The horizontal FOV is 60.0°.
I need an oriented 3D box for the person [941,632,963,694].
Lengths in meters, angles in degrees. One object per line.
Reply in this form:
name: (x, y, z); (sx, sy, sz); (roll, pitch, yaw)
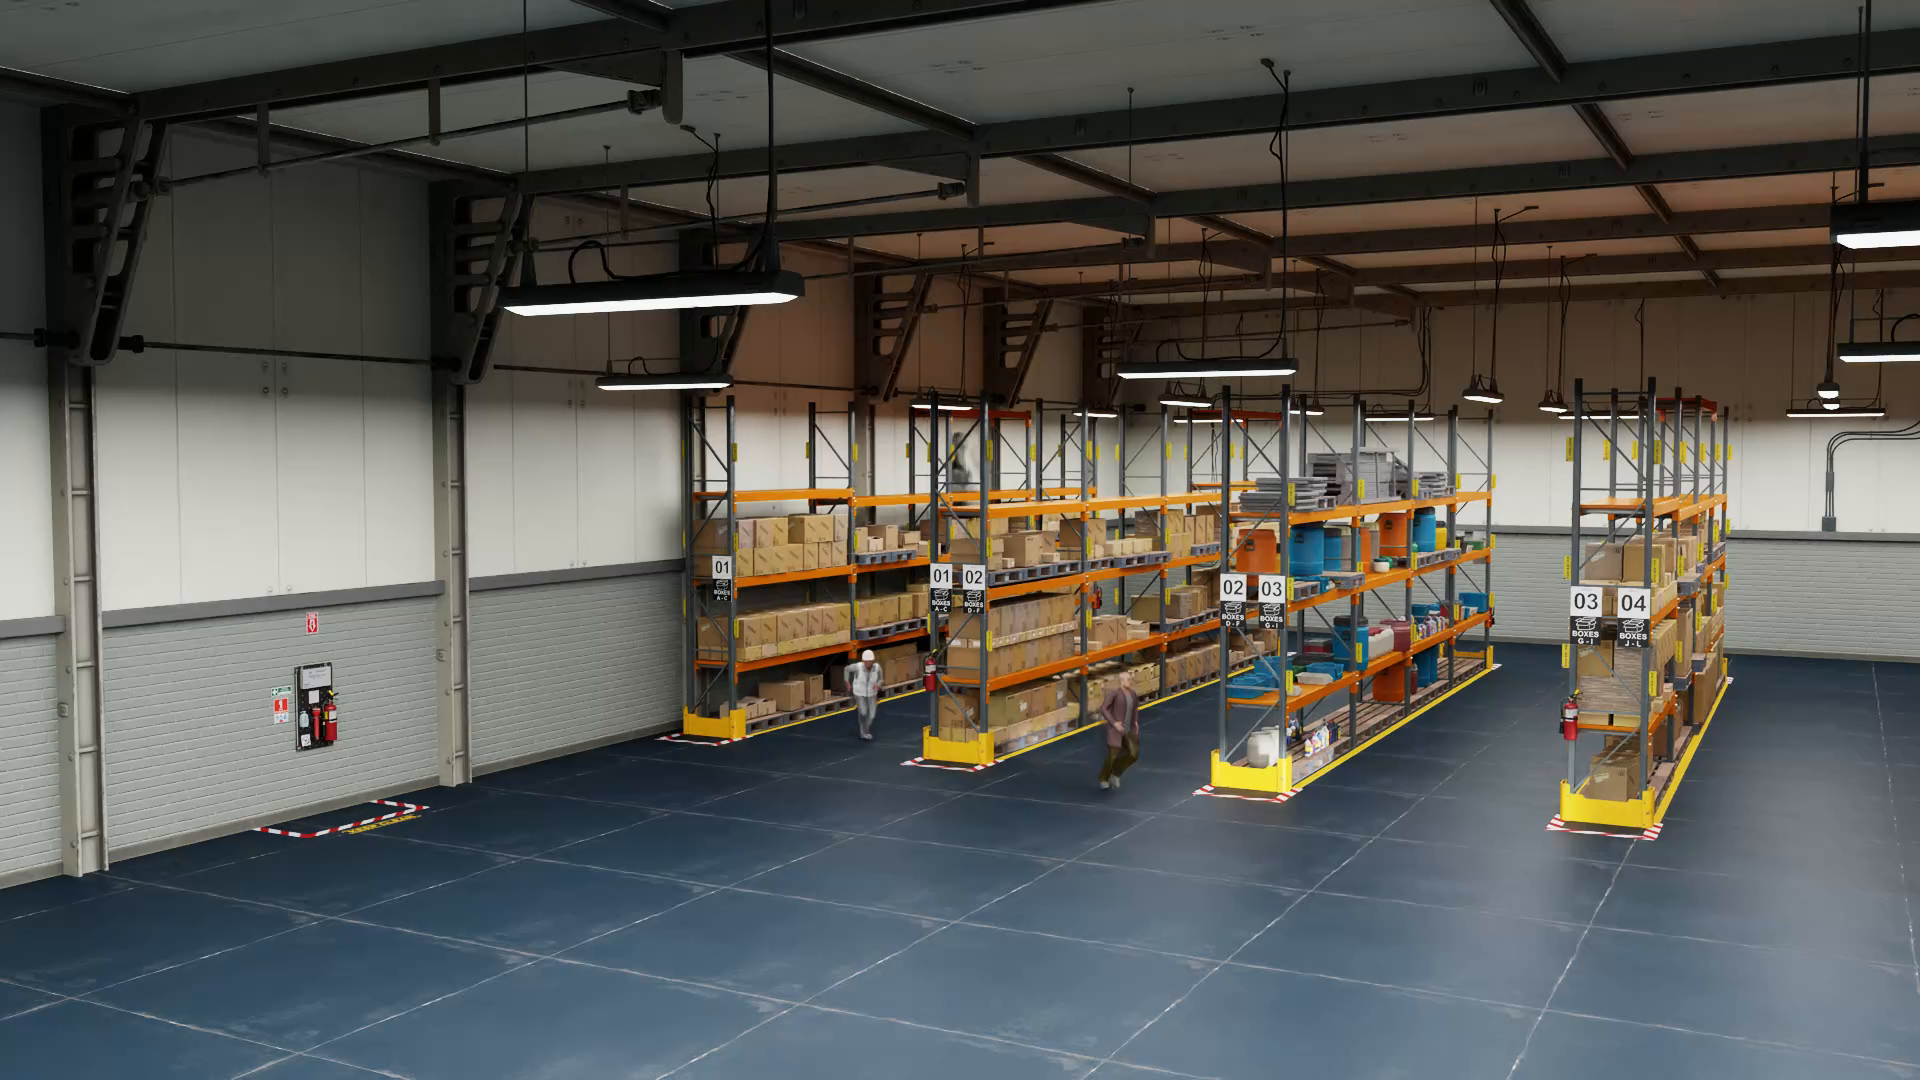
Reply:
person: (-0.123, 2.535, 31.585); (0.576, 1.654, 0.742); (1, 3, 20)

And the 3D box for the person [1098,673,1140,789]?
person: (2.421, 2.834, 24.735); (0.765, 1.717, 0.613); (-2, 3, -31)

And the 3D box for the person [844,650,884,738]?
person: (-1.663, 2.684, 28.821); (0.685, 1.600, 0.871); (-1, 3, -11)
